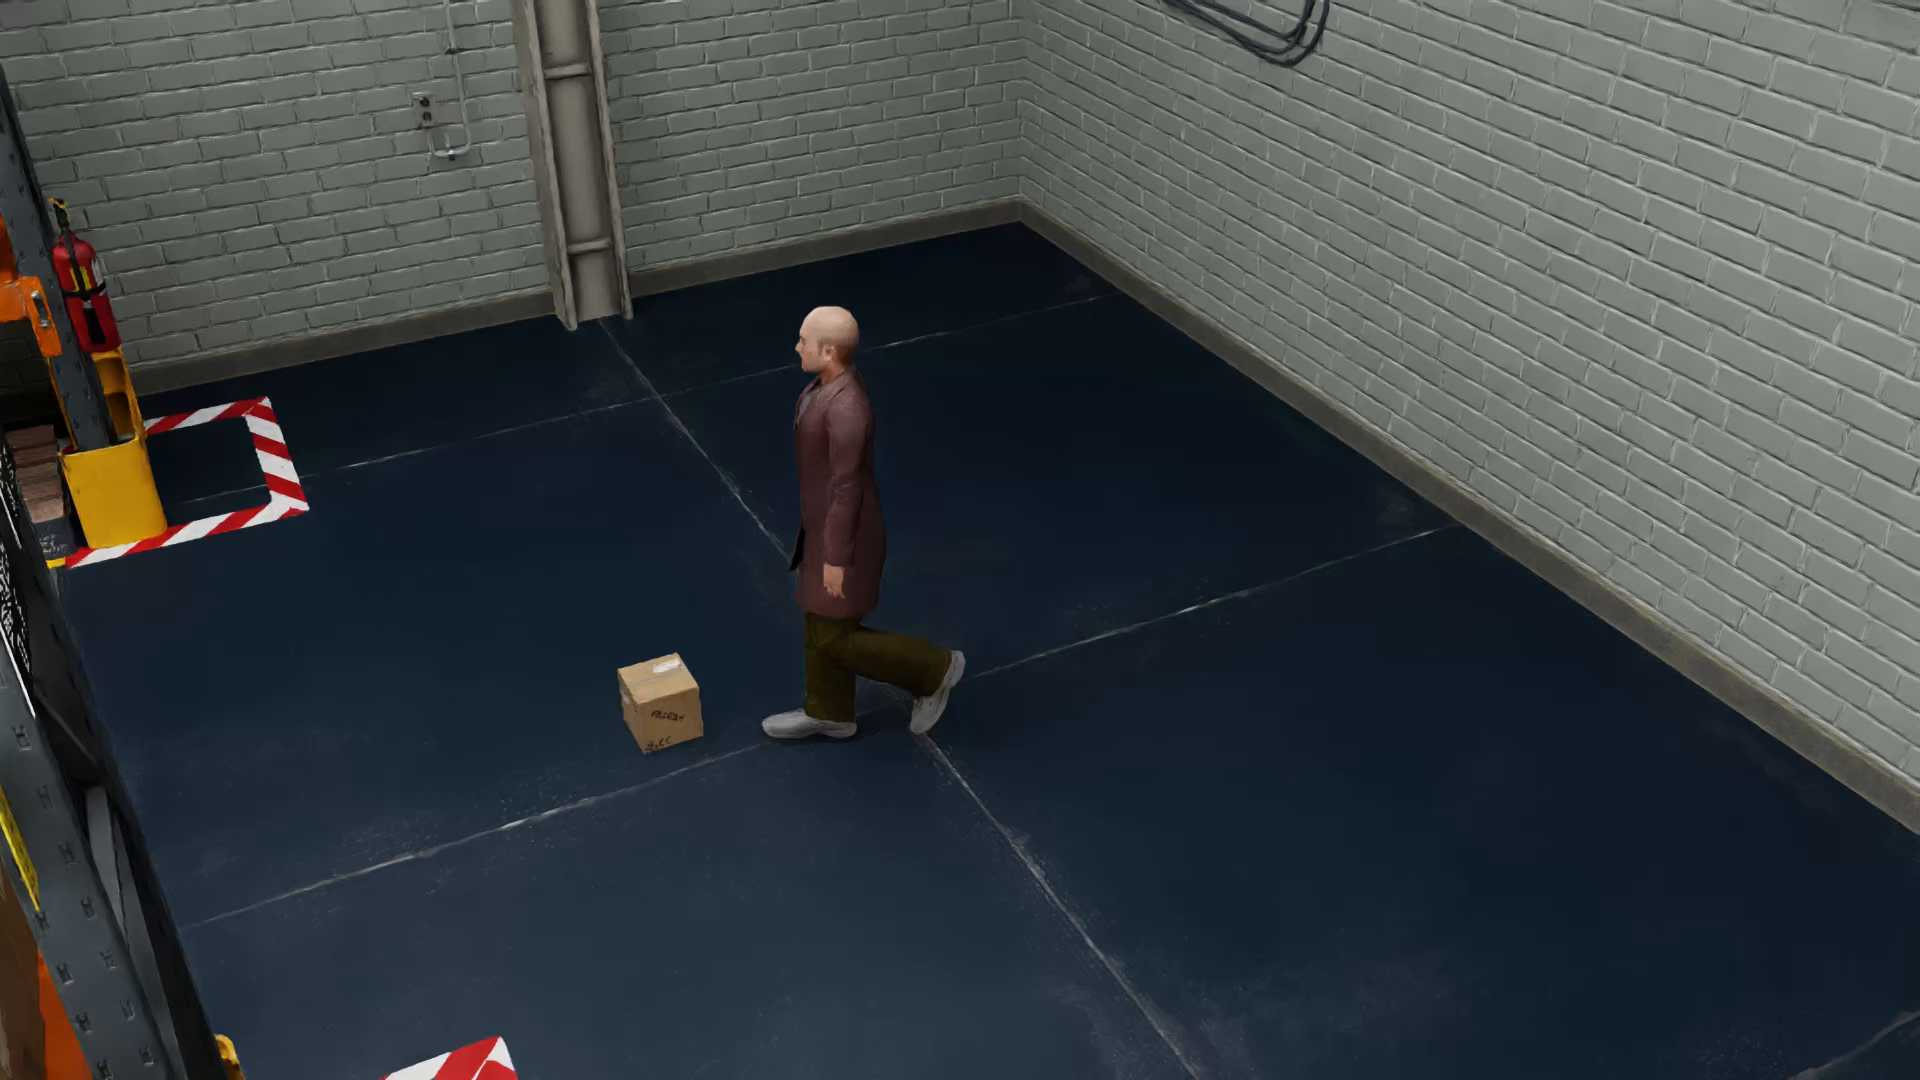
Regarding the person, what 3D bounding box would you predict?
[{"bbox_3d":[-0.398,-0.031,6.197,0.792,1.769,0.611,-5,33,-8],"label":"person"}]
